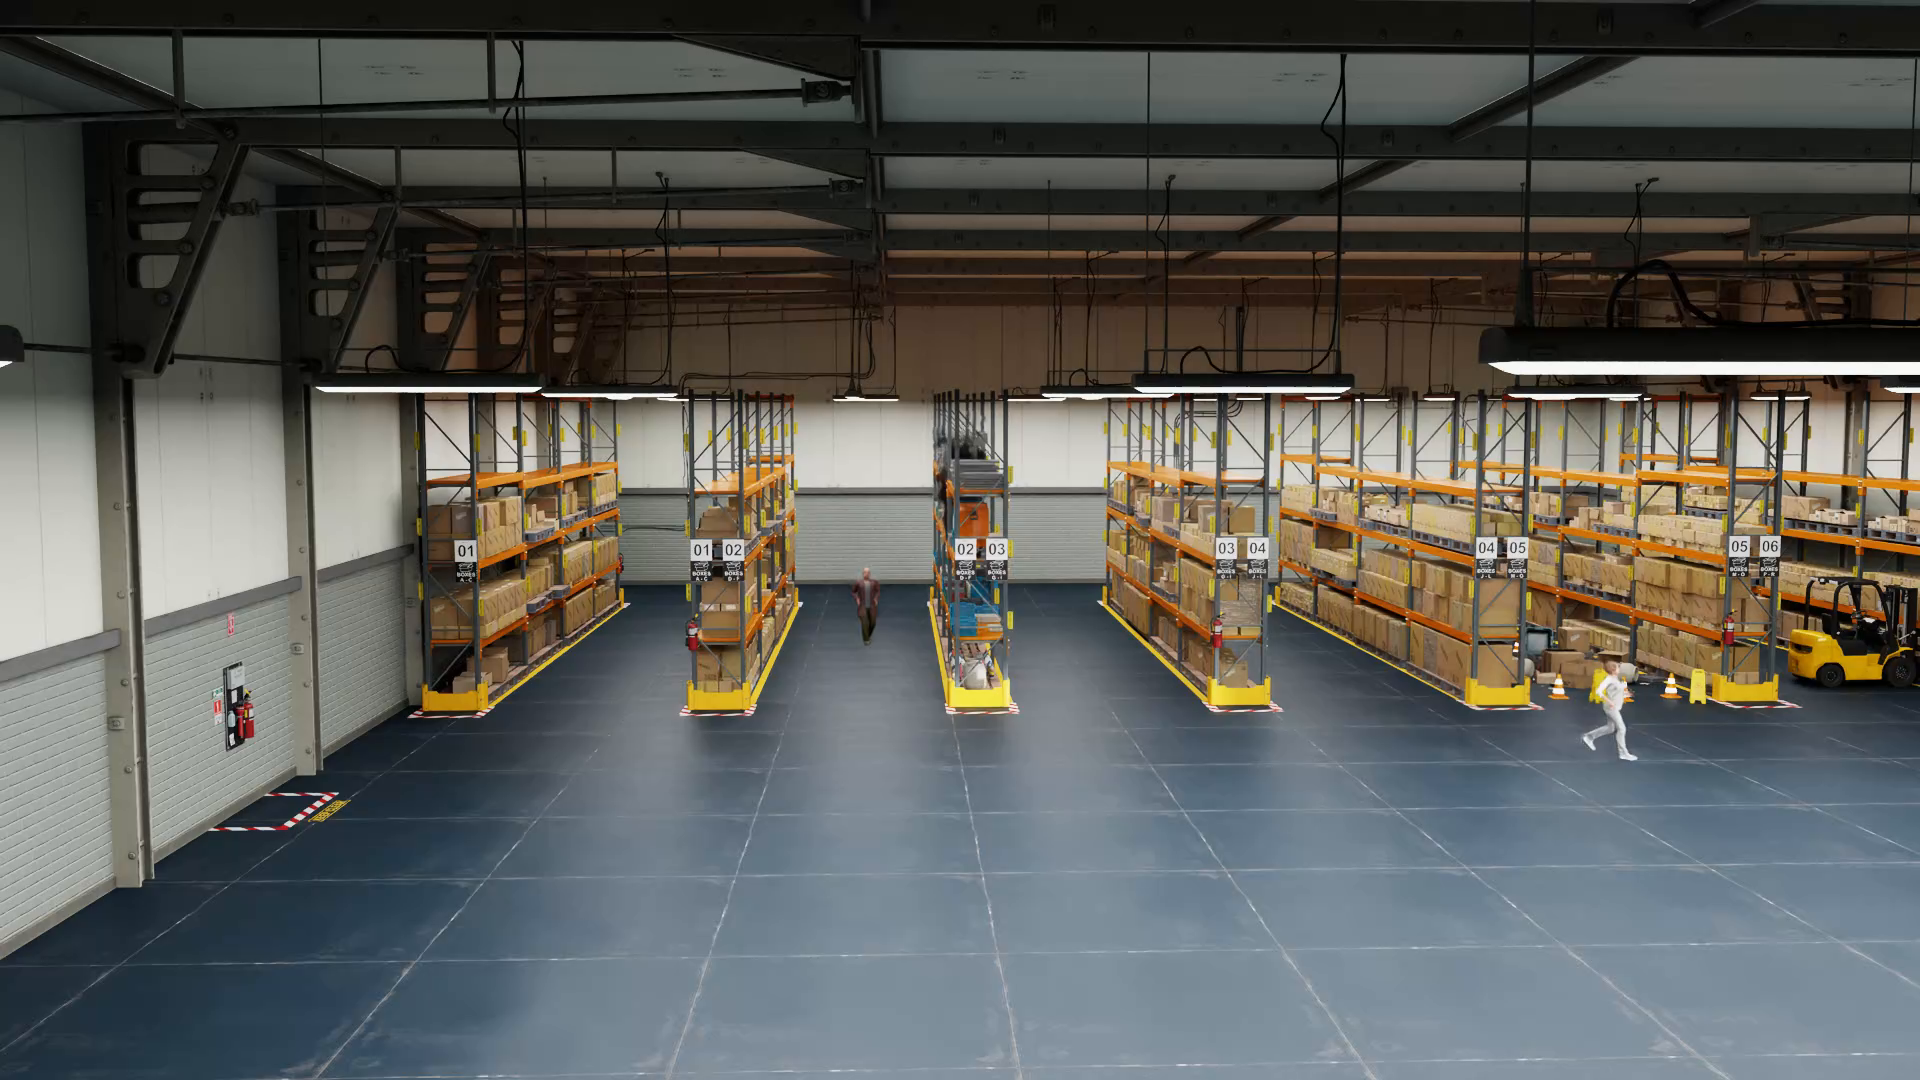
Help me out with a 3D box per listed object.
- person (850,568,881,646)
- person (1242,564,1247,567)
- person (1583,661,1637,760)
[{"bbox_3d":[-2.109,1.509,37.520,0.707,1.745,0.612,-1,5,-12],"label":"person"},{"bbox_3d":[8.008,1.100,45.722,0.679,1.786,0.885,0,5,4],"label":"person"},{"bbox_3d":[10.502,2.733,26.837,0.864,1.575,0.545,3,5,31],"label":"person"}]
